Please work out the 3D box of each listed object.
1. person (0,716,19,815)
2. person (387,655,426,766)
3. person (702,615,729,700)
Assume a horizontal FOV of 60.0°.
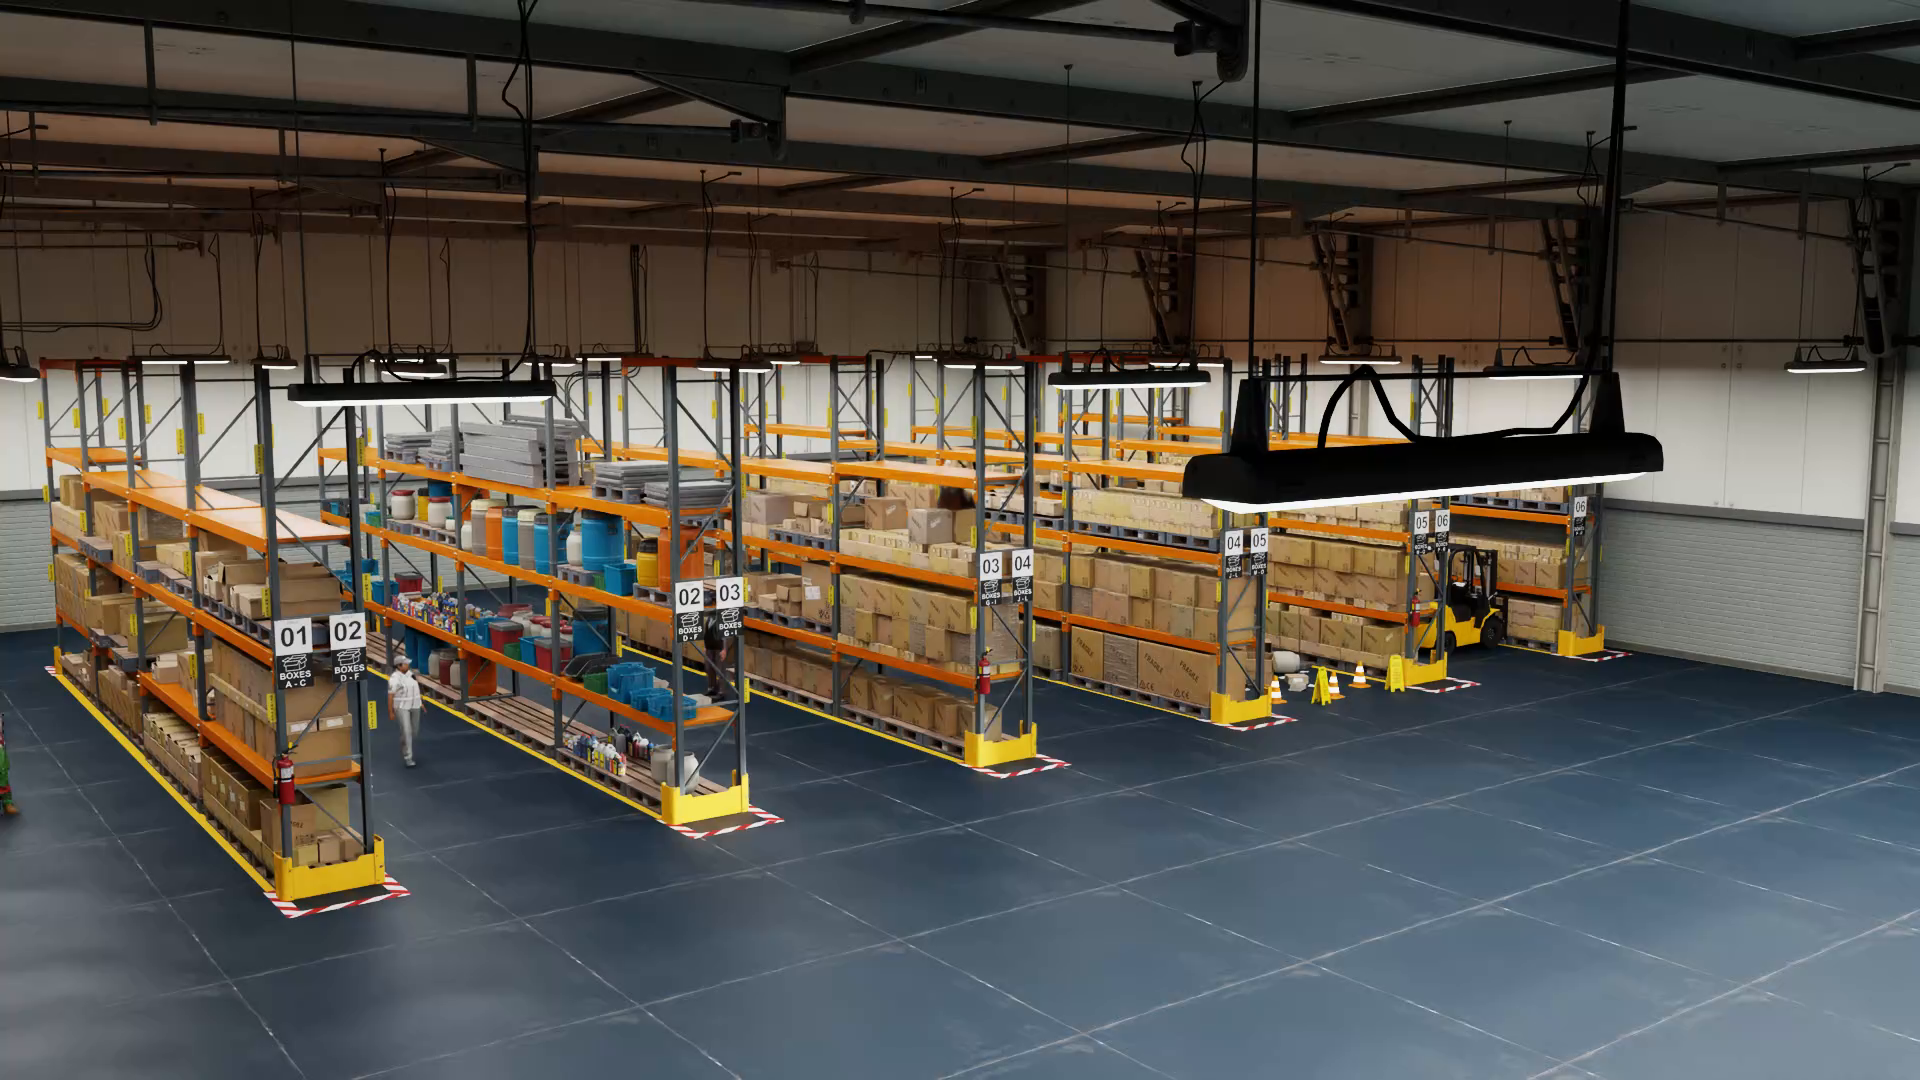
[{"bbox_3d":[-12.965,2.778,22.177,1.019,1.729,0.479,7,10,45],"label":"person"},{"bbox_3d":[-8.354,2.525,25.033,0.552,1.612,0.932,-6,9,-42],"label":"person"},{"bbox_3d":[-4.355,1.959,29.392,0.617,1.750,0.410,5,8,35],"label":"person"}]
